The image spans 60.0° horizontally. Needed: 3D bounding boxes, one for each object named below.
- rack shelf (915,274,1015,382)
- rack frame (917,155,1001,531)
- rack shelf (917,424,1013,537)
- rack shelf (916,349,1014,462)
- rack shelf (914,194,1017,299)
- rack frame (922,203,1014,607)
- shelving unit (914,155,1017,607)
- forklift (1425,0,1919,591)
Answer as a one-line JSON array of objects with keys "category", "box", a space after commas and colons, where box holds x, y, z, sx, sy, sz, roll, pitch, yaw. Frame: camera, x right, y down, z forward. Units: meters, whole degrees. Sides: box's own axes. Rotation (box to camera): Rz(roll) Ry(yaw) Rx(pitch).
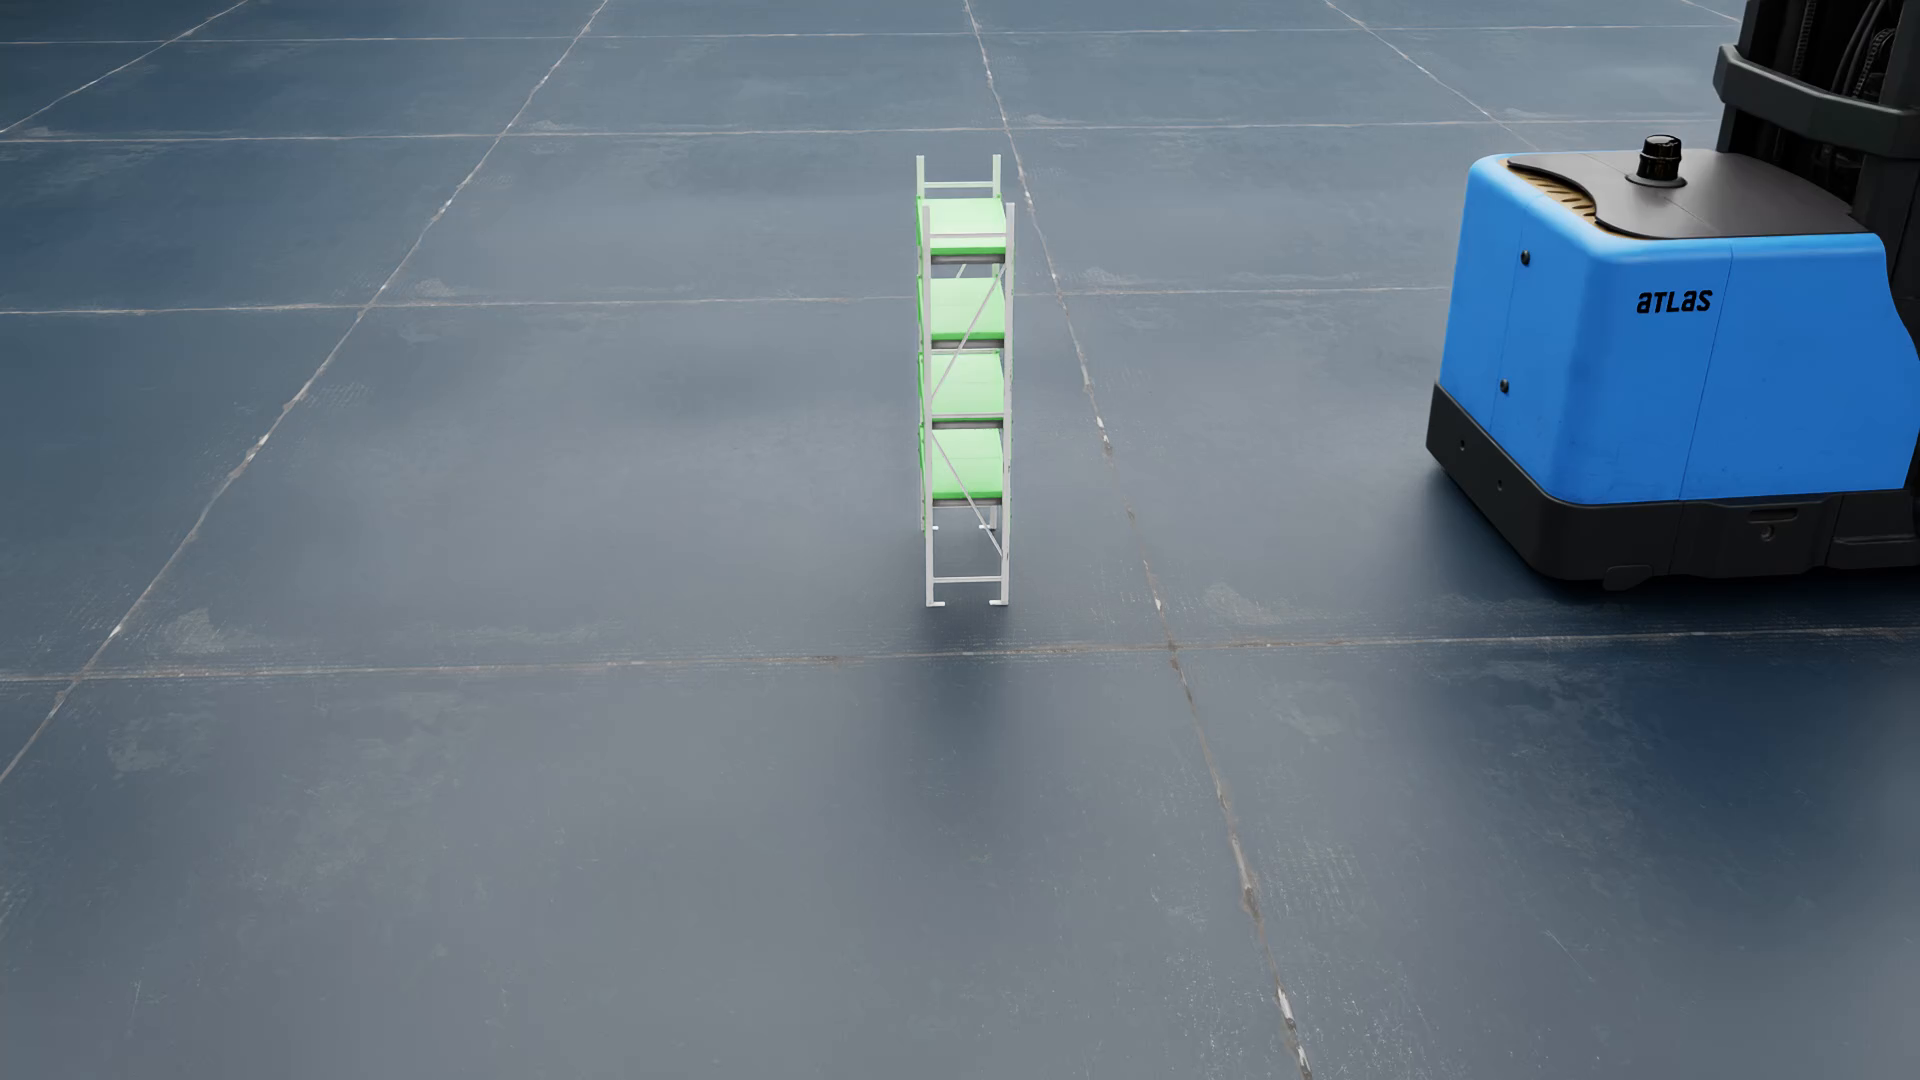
[{"category": "rack shelf", "box": [0.009, -0.612, 4.745, 0.258, 0.148, 0.480, -1, 28, -3]}, {"category": "rack frame", "box": [-0.004, -0.568, 5.042, 0.240, 1.200, 0.015, -1, 28, -3]}, {"category": "rack shelf", "box": [0.009, -0.186, 4.966, 0.258, 0.148, 0.480, -1, 28, -3]}, {"category": "rack shelf", "box": [0.009, -0.399, 4.856, 0.258, 0.148, 0.480, -1, 28, -3]}, {"category": "rack shelf", "box": [0.009, -0.824, 4.634, 0.258, 0.148, 0.480, -1, 28, -3]}, {"category": "rack frame", "box": [0.021, -0.343, 4.610, 0.240, 1.200, 0.015, -1, 28, -3]}, {"category": "shelving unit", "box": [0.009, -0.456, 4.826, 0.258, 1.200, 0.503, -1, 28, -3]}, {"category": "forklift", "box": [3.151, -1.432, 4.827, 3.031, 2.935, 1.130, -3, 28, -6]}]
